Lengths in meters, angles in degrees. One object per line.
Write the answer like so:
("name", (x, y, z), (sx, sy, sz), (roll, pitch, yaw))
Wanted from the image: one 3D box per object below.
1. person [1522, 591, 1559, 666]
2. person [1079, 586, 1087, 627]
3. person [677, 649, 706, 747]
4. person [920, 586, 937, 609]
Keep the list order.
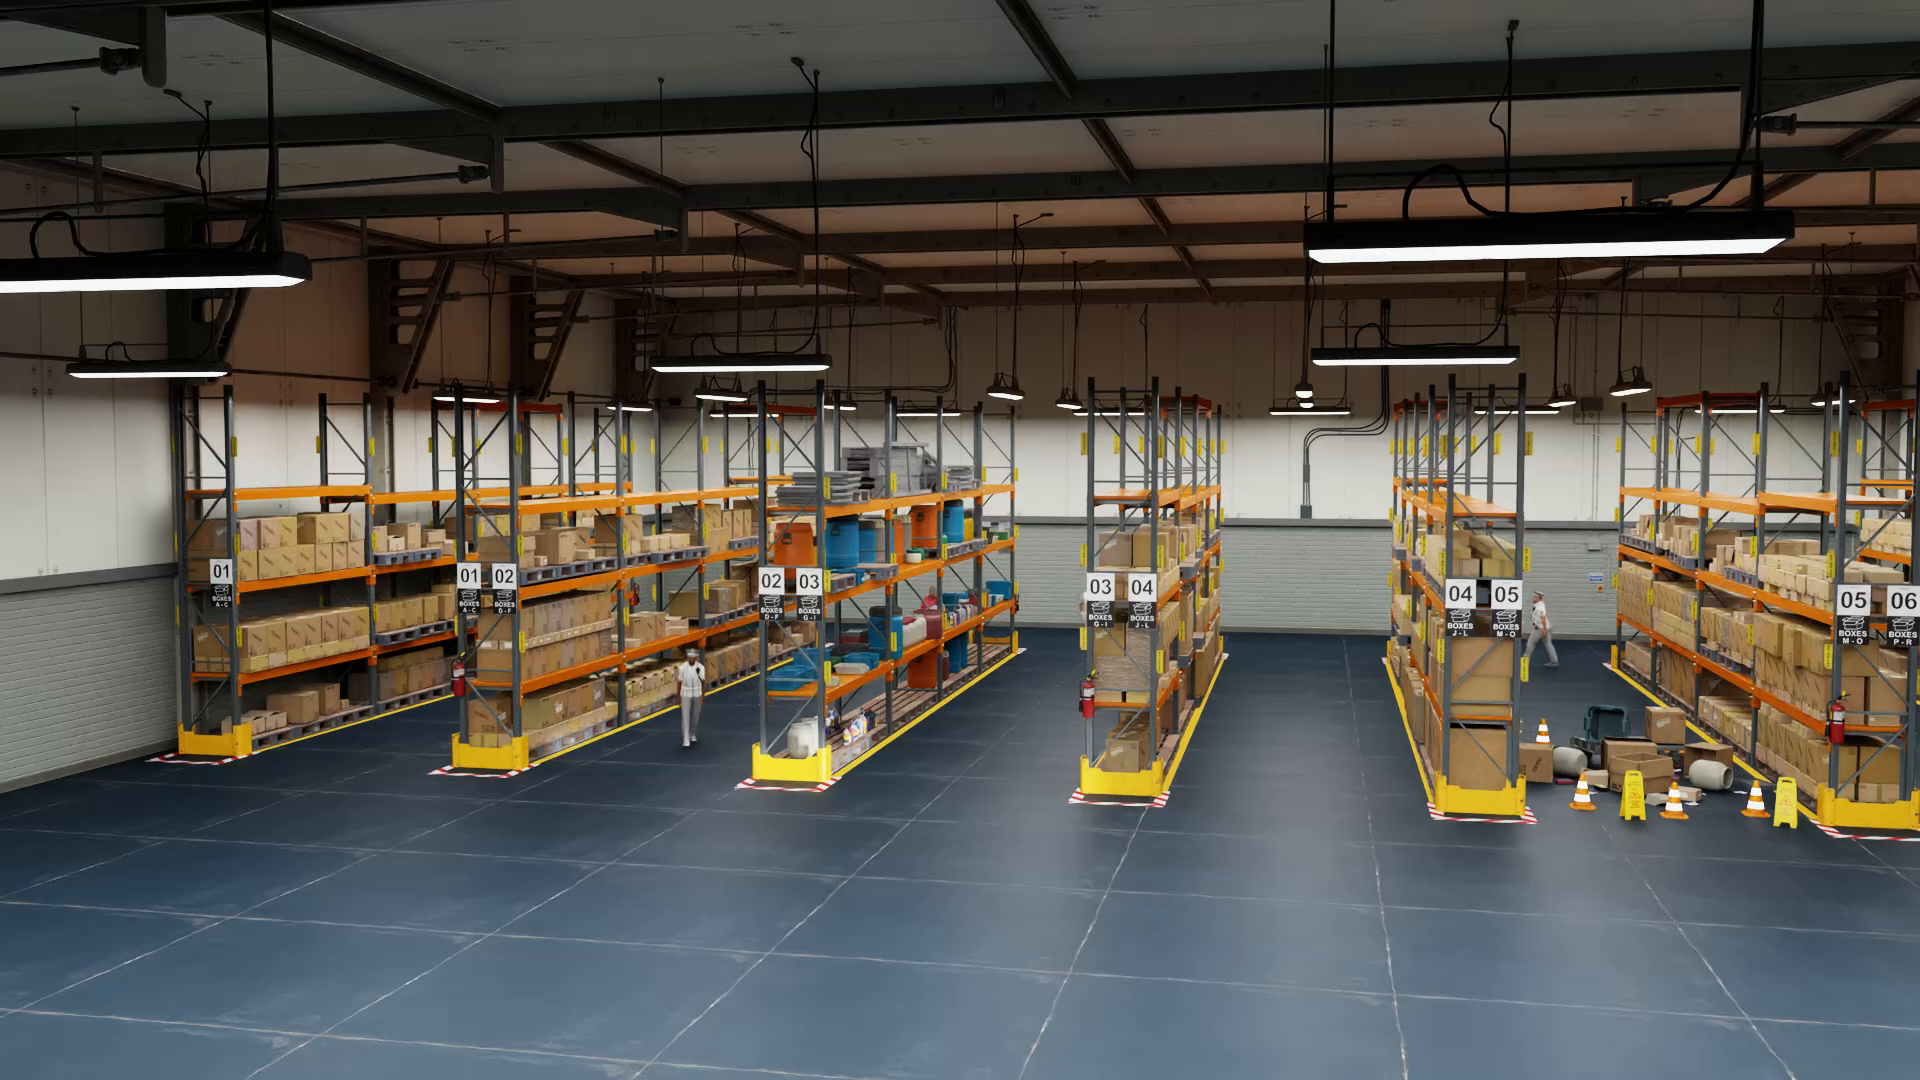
("person", (13.172, 1.999, 37.906), (0.986, 1.707, 0.531), (3, 4, 40))
("person", (3.289, 1.866, 41.068), (0.718, 1.684, 0.642), (1, 3, 19))
("person", (-4.485, 2.615, 27.763), (0.478, 1.612, 1.020), (-1, 3, -21))
("person", (-0.665, 1.870, 38.610), (0.542, 1.613, 0.955), (2, 4, 26))
